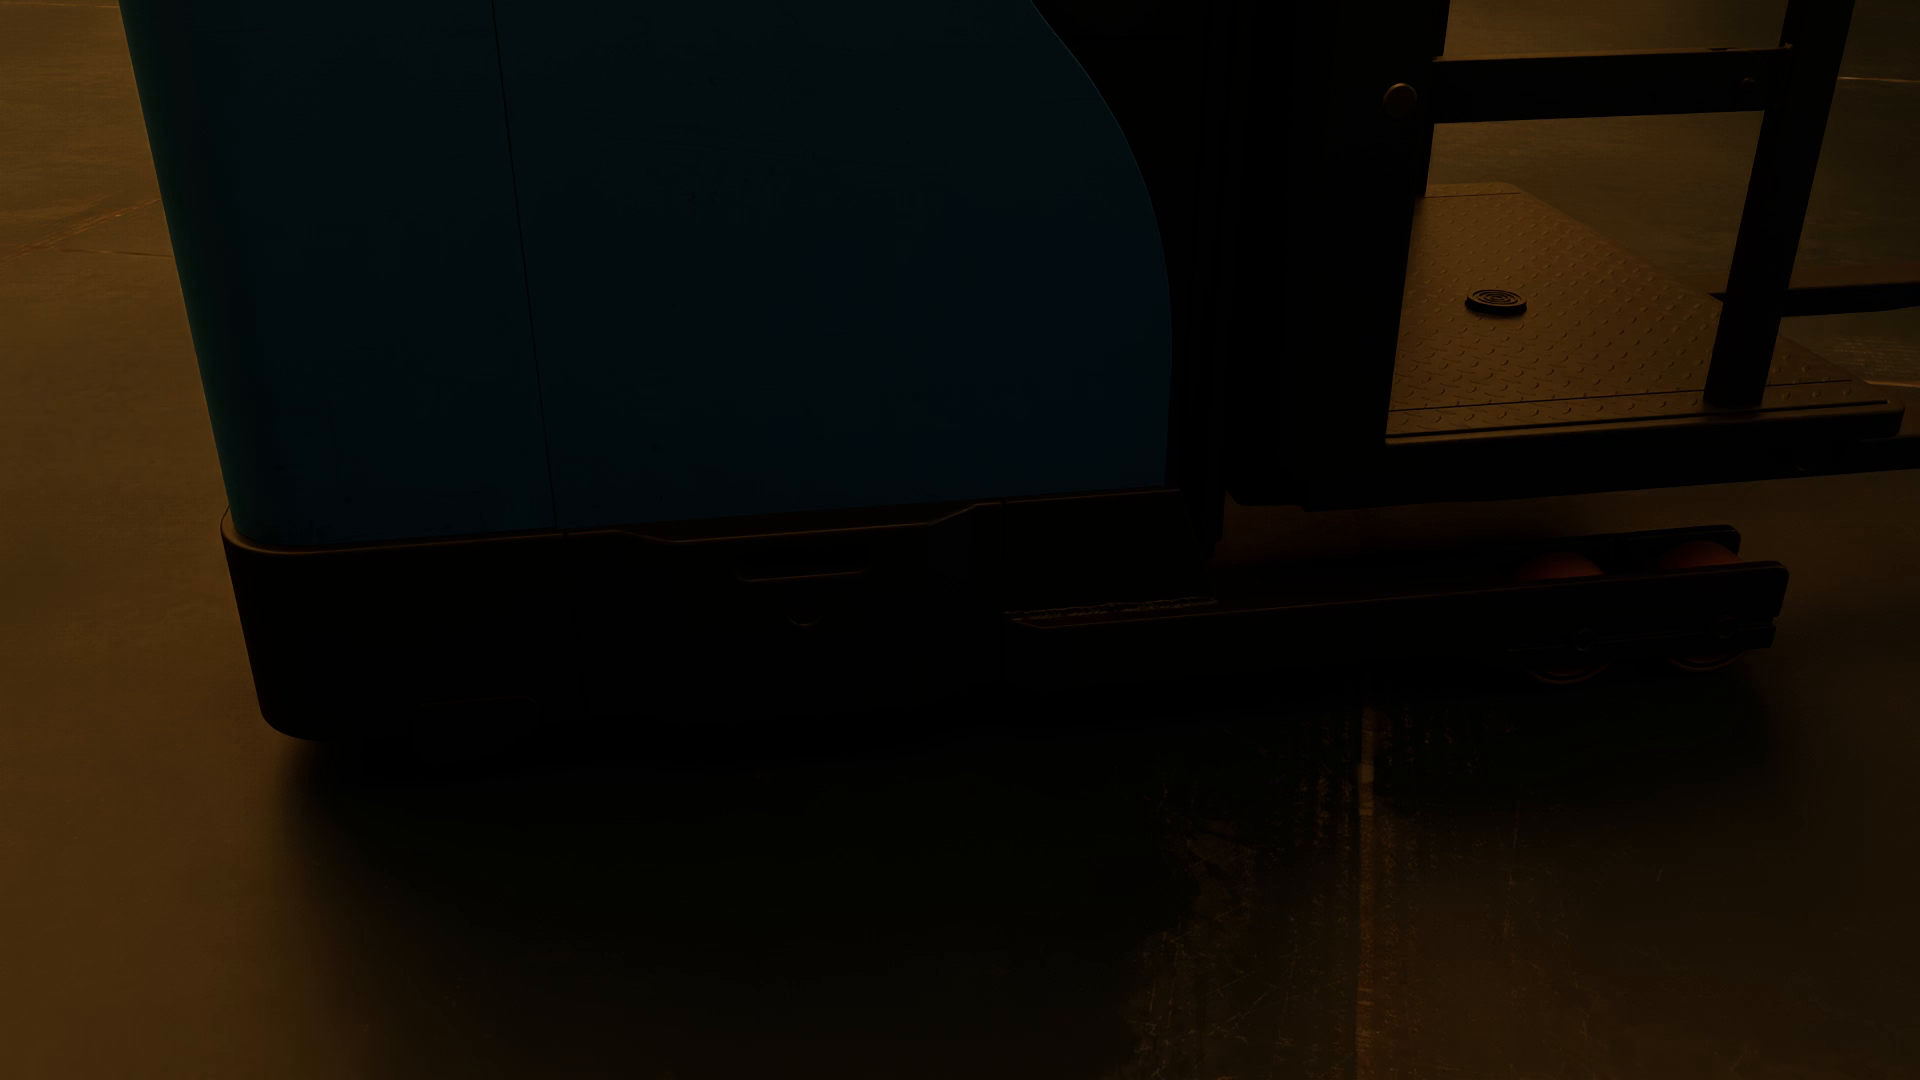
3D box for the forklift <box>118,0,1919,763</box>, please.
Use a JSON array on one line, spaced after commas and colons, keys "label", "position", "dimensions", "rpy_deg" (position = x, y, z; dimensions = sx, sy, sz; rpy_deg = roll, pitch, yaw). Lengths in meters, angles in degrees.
[{"label": "forklift", "position": [0.600, -1.354, 1.930], "dimensions": [3.031, 2.935, 1.130], "rpy_deg": [-4, 27, -9]}]
